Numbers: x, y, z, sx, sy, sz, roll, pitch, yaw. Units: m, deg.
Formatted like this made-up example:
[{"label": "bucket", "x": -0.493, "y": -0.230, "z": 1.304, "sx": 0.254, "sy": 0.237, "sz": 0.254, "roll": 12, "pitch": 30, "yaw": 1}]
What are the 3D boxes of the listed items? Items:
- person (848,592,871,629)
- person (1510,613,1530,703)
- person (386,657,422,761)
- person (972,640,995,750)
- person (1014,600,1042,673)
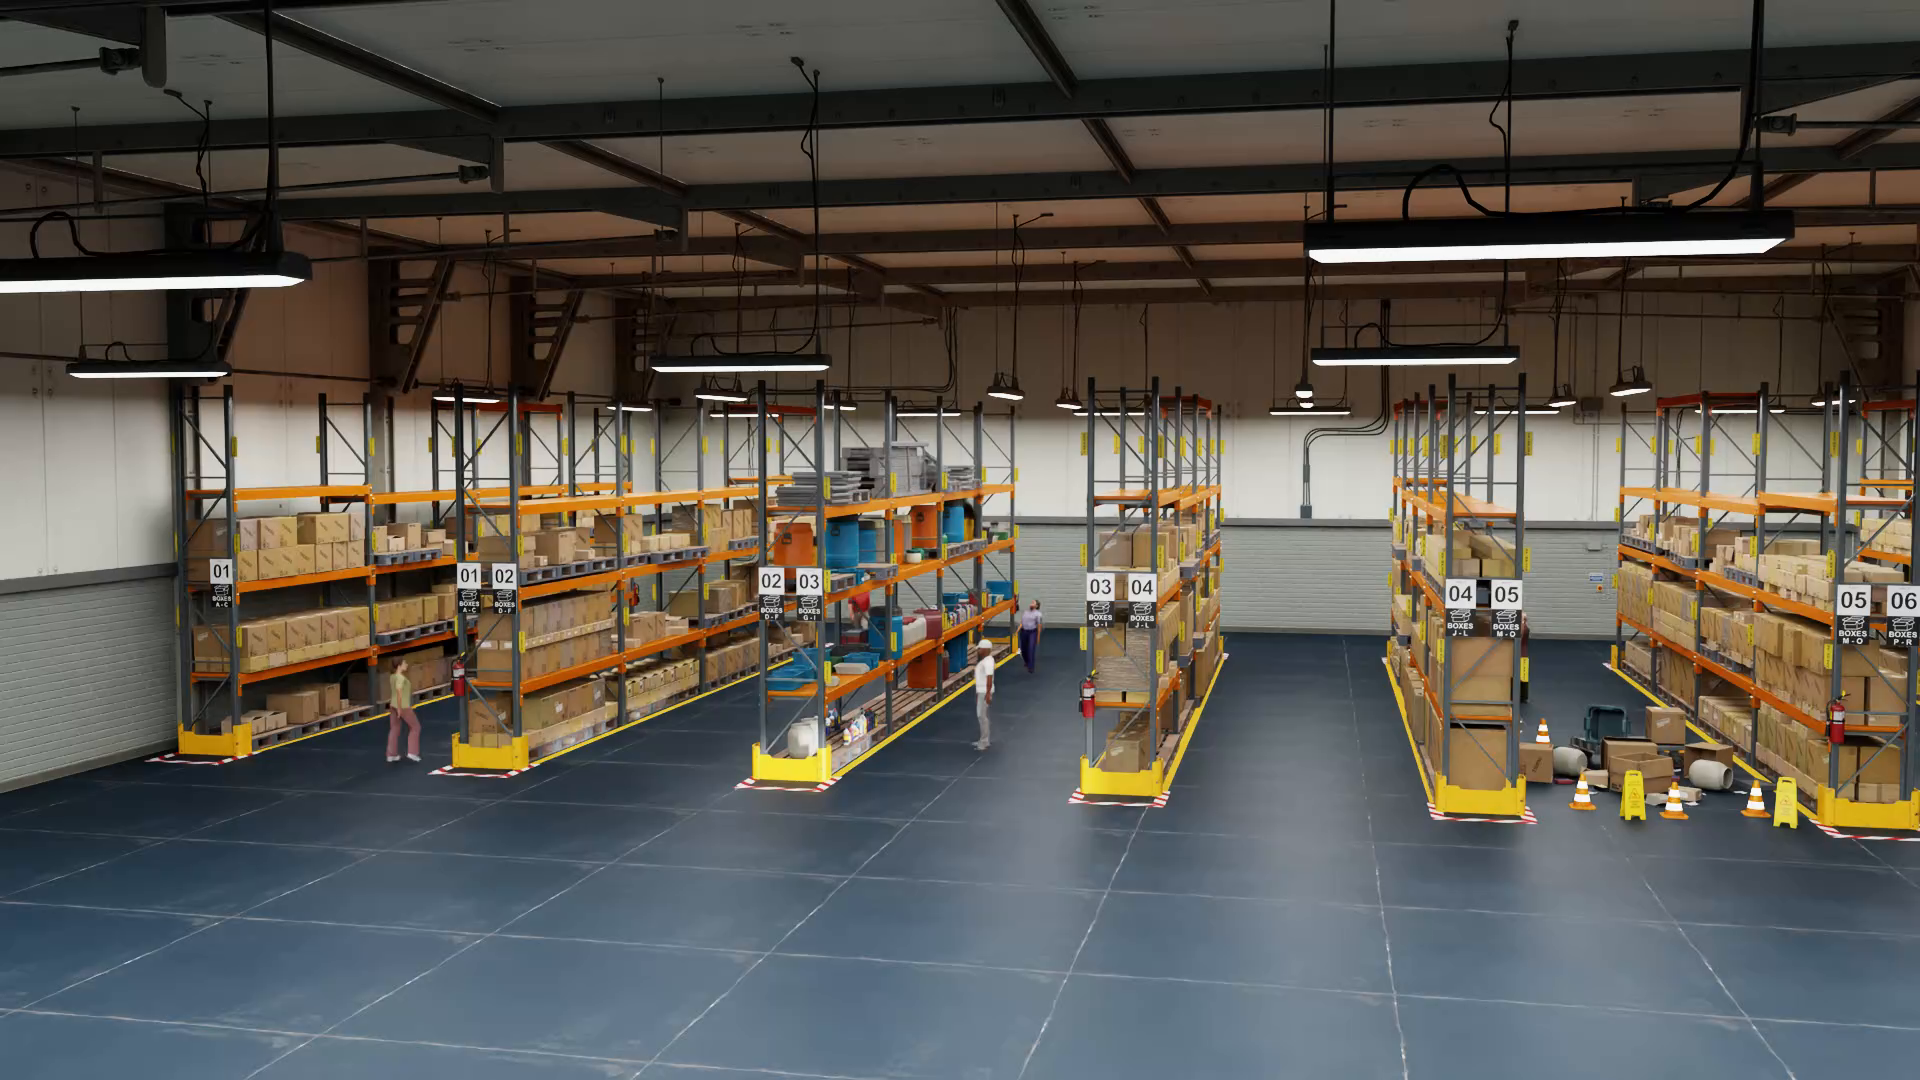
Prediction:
[{"label": "person", "x": -2.475, "y": 1.865, "z": 40.856, "sx": 0.545, "sy": 1.659, "sz": 1.067, "roll": 0, "pitch": 3, "yaw": 0}, {"label": "person", "x": 10.895, "y": 2.305, "z": 32.484, "sx": 0.630, "sy": 1.788, "sz": 0.442, "roll": -2, "pitch": 4, "yaw": -35}, {"label": "person", "x": -8.873, "y": 2.708, "z": 26.439, "sx": 0.441, "sy": 1.727, "sz": 0.564, "roll": 3, "pitch": 4, "yaw": 40}, {"label": "person", "x": 0.391, "y": 2.582, "z": 27.773, "sx": 0.392, "sy": 1.825, "sz": 0.628, "roll": 0, "pitch": 3, "yaw": -3}, {"label": "person", "x": 1.498, "y": 2.071, "z": 36.075, "sx": 0.593, "sy": 1.552, "sz": 0.955, "roll": 1, "pitch": 3, "yaw": 15}]
